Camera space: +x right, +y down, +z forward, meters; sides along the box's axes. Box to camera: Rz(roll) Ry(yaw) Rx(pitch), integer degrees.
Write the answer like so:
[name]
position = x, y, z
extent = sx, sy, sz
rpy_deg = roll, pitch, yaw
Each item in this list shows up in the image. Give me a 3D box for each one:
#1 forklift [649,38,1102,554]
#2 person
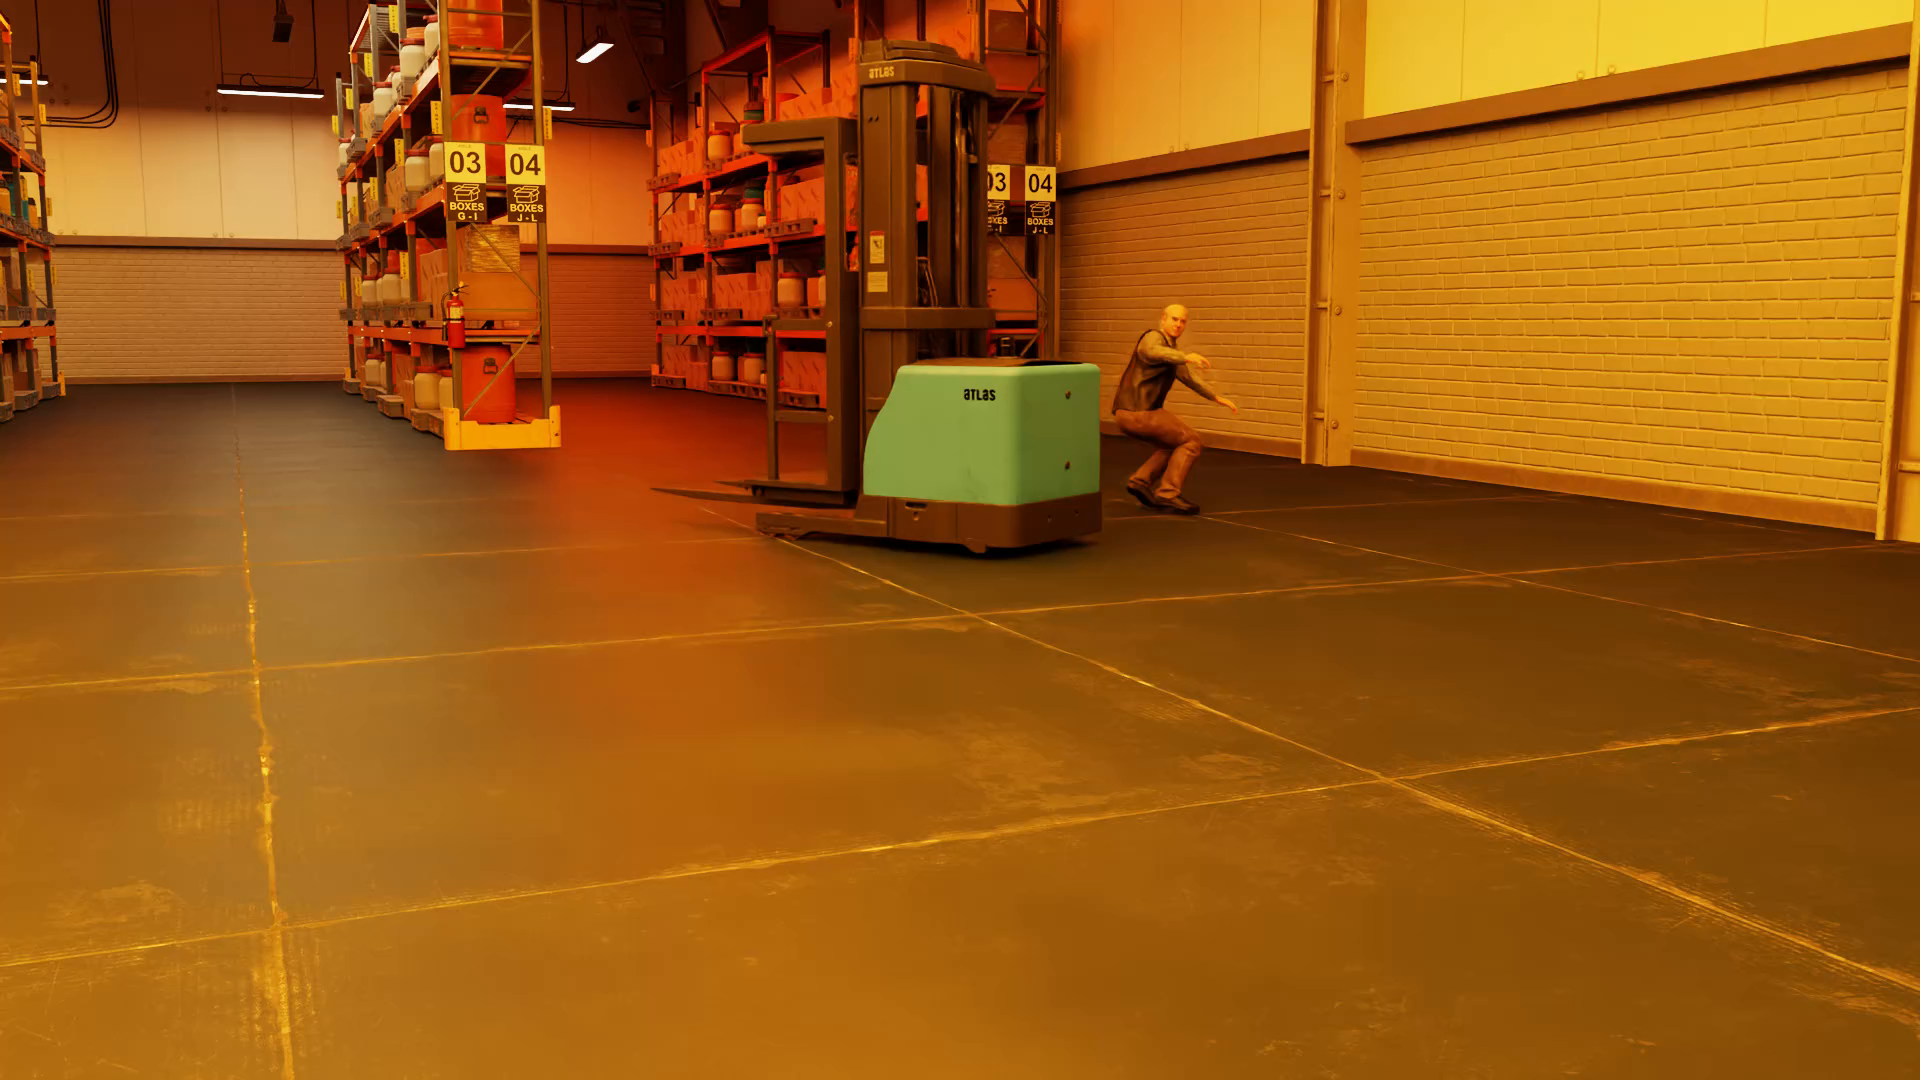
[forklift]
position = -0.645, -1.500, 10.320
extent = 3.031, 2.935, 1.130
rpy_deg = 5, 9, 35
[person]
position = 1.524, -0.913, 11.638
extent = 0.916, 1.464, 0.782
rpy_deg = 0, 8, 2
